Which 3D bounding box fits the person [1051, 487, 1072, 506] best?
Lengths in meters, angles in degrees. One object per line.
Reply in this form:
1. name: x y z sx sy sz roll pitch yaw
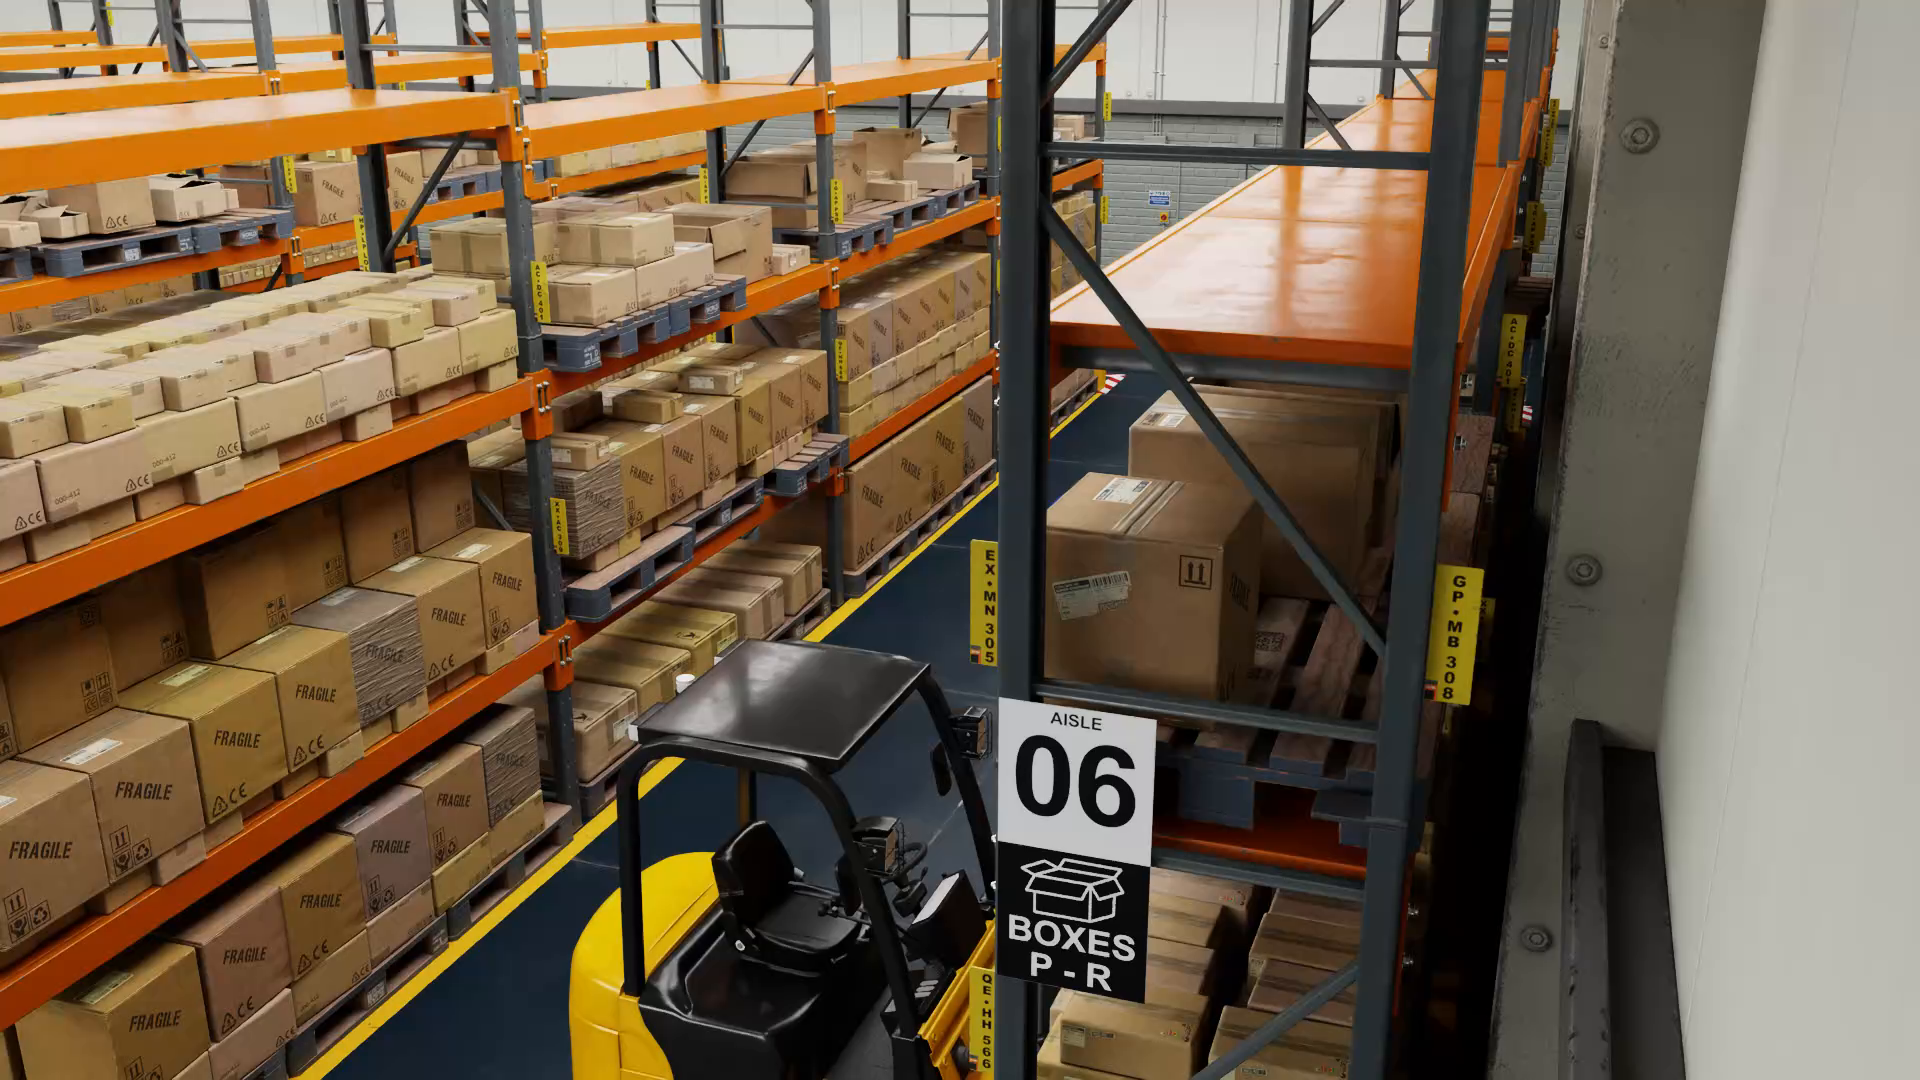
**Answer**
1. person: 0.939 -0.022 14.092 0.449 0.751 0.851 6 20 17
